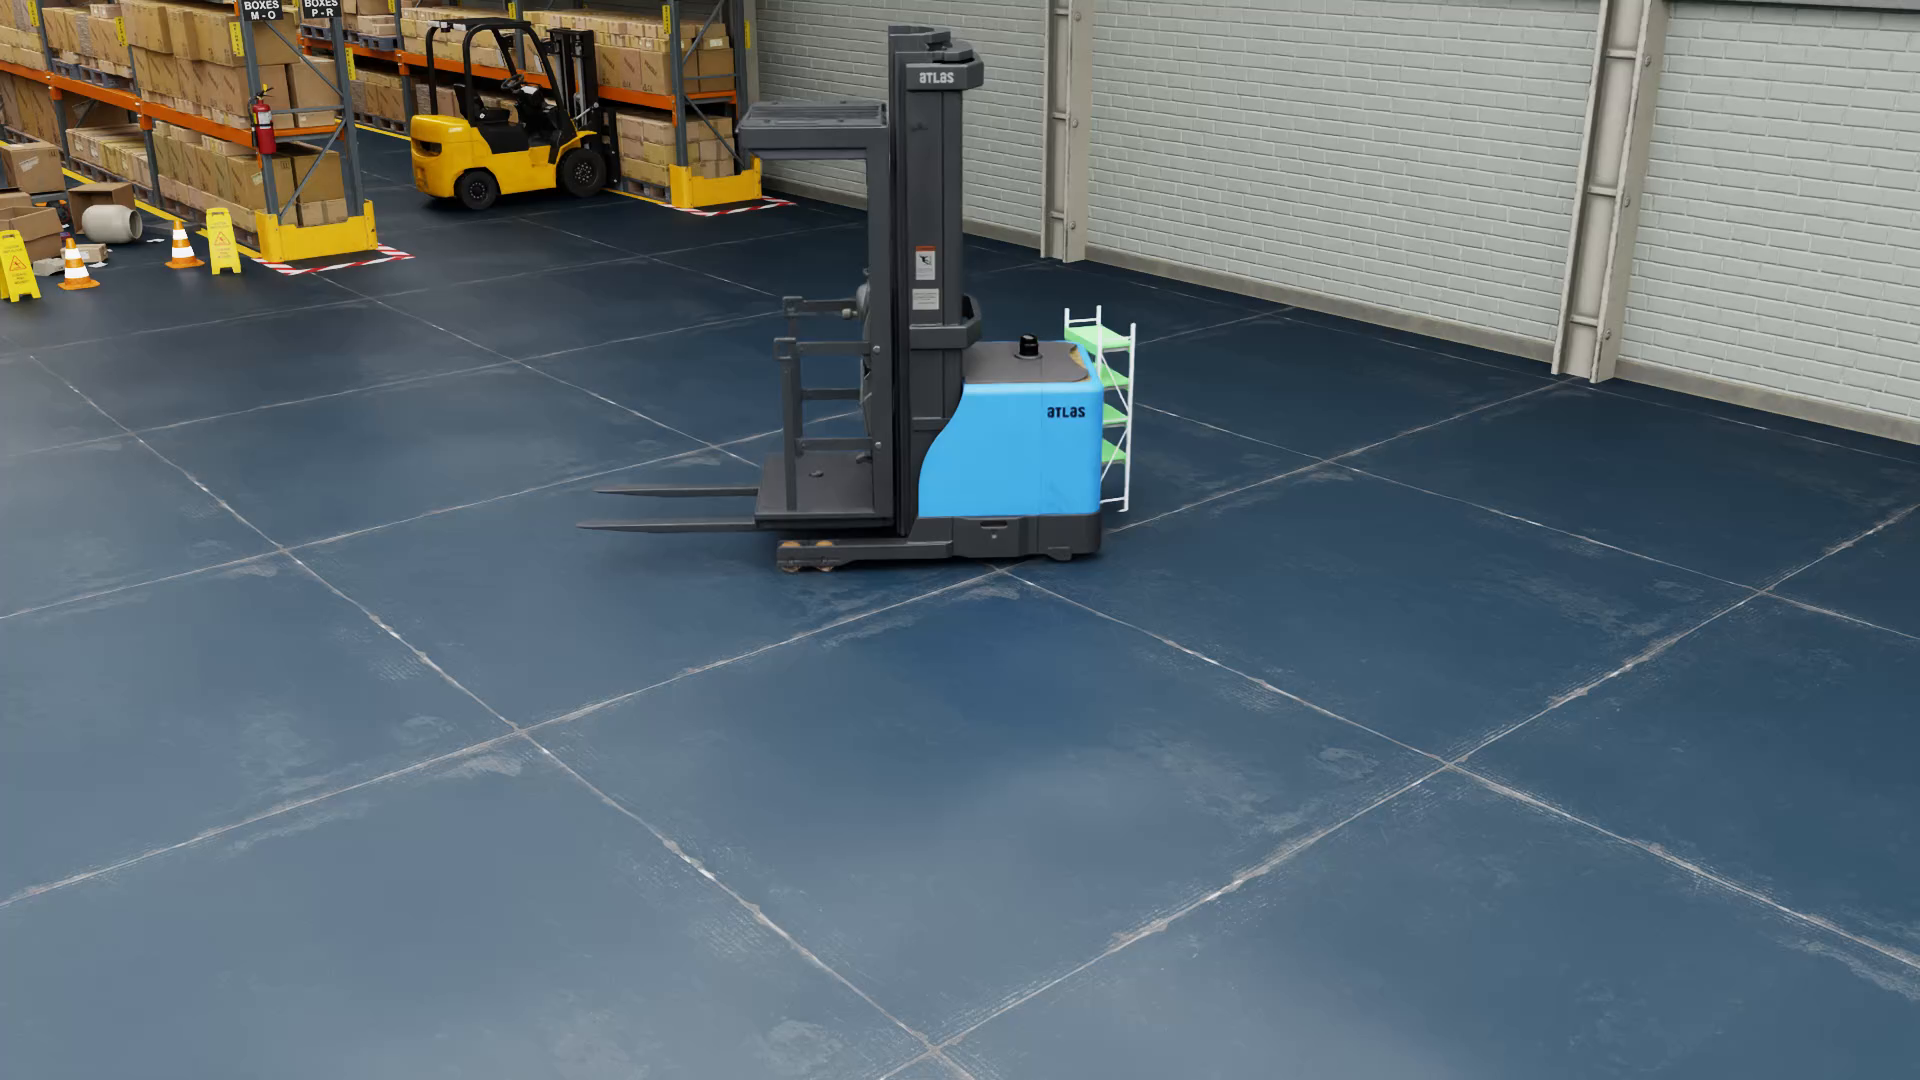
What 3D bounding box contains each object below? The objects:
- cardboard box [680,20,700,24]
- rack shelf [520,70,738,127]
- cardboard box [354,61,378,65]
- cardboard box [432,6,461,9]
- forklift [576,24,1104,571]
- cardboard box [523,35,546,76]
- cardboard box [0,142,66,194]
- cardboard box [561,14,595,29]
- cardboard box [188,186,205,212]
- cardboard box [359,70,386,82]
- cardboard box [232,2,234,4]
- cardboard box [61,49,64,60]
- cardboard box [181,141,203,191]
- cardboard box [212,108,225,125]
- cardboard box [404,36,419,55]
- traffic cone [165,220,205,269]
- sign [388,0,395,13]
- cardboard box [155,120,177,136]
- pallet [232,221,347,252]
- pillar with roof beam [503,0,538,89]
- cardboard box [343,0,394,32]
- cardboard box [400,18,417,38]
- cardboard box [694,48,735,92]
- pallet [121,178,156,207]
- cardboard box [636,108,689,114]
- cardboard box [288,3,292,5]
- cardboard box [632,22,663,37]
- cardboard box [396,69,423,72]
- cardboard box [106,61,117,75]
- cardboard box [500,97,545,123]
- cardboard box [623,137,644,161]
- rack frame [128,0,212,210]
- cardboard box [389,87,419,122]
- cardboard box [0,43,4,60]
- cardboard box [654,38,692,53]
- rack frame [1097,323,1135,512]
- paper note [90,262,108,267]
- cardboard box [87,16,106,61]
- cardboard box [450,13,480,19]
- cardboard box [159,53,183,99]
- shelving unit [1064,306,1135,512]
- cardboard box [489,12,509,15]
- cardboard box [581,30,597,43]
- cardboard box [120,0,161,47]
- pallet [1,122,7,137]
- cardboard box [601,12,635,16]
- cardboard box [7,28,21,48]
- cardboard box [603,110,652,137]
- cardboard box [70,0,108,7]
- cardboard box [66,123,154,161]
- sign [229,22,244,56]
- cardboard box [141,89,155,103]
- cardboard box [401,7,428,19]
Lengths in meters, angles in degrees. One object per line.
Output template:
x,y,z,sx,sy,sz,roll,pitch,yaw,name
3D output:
-3.434,-6.416,20.817,0.380,0.149,0.250,-17,27,-36,cardboard box
-4.354,-5.853,21.800,1.077,0.370,4.000,-17,27,-37,rack shelf
-10.247,-8.180,28.717,0.380,0.149,0.250,-17,27,-37,cardboard box
-7.905,-8.152,25.659,0.380,0.149,0.250,-16,27,-36,cardboard box
-0.714,-1.384,9.499,3.031,2.935,1.130,-1,21,-3,forklift
-5.568,-6.602,22.590,0.500,0.500,0.500,-18,28,-39,cardboard box
-10.746,-4.314,19.275,0.500,0.500,0.500,-17,27,-37,cardboard box
-4.984,-6.789,21.769,0.380,0.149,0.250,-18,28,-38,cardboard box
-8.532,-3.955,19.163,0.500,0.250,0.500,-18,28,-38,cardboard box
-9.629,-7.628,27.309,0.380,0.149,0.250,-19,28,-40,cardboard box
-13.071,-9.796,30.679,0.500,0.250,0.500,-17,27,-37,cardboard box
-11.798,-6.521,22.289,0.380,0.149,0.250,-20,29,-41,cardboard box
-8.541,-4.306,19.031,0.500,0.500,0.500,-16,26,-35,cardboard box
-7.804,-4.571,17.887,0.380,0.149,0.250,-17,27,-37,cardboard box
-8.166,-7.595,25.467,0.500,0.250,0.500,-17,27,-37,cardboard box
-8.064,-3.083,17.221,0.336,0.463,0.334,-17,27,-37,traffic cone
-8.676,-8.216,25.368,0.100,0.325,0.005,-17,27,-37,sign
-9.201,-4.848,19.525,0.380,0.149,0.250,-17,27,-37,cardboard box
-7.360,-3.408,18.396,1.003,0.211,1.213,-17,27,-37,pallet
-9.998,-9.468,21.819,9.100,9.000,0.400,-17,27,-37,pillar with roof beam
-9.476,-8.496,26.845,0.797,0.503,0.637,-18,28,-39,cardboard box
-8.185,-7.822,25.361,0.500,0.250,0.500,-17,27,-37,cardboard box
-3.162,-5.885,20.758,0.500,0.500,0.500,-16,27,-36,cardboard box
-9.927,-4.474,21.117,1.003,0.211,1.213,-17,27,-37,pallet
-3.866,-5.472,21.665,0.500,0.250,0.500,-18,27,-38,cardboard box
-11.995,-9.635,30.269,0.500,0.250,0.500,-18,27,-38,cardboard box
-3.818,-6.298,20.515,0.380,0.149,0.250,-17,27,-36,cardboard box
-9.065,-7.685,27.453,0.380,0.149,0.250,-18,28,-39,cardboard box
-10.317,-5.852,20.582,0.380,0.149,0.250,-18,28,-38,cardboard box
-6.009,-5.972,23.798,0.875,0.625,0.625,-16,26,-35,cardboard box
-3.922,-4.984,21.106,0.500,0.250,0.500,-18,28,-38,cardboard box
-9.418,-5.558,20.060,1.000,3.000,0.127,-17,27,-37,rack frame
-8.709,-6.943,26.448,0.500,0.500,0.500,-16,27,-36,cardboard box
-13.891,-7.226,24.525,0.500,0.250,0.500,-18,28,-38,cardboard box
-3.487,-6.013,20.196,0.380,0.149,0.250,-17,27,-37,cardboard box
0.941,-0.730,10.203,0.240,1.200,0.015,-8,23,-19,rack frame
-8.932,-2.857,17.237,0.142,0.019,0.148,12,24,27,paper note
-10.550,-6.292,20.814,0.500,0.500,0.500,-16,27,-36,cardboard box
-7.139,-7.531,24.073,0.380,0.149,0.250,-18,28,-39,cardboard box
-8.678,-5.280,18.806,0.500,0.500,0.500,-18,28,-38,cardboard box
0.855,-0.814,10.415,0.258,1.200,0.503,-8,23,-19,shelving unit
-6.686,-7.669,24.426,0.380,0.149,0.250,-17,27,-37,cardboard box
-4.657,-6.506,21.456,0.380,0.149,0.250,-18,28,-38,cardboard box
-9.295,-6.035,19.363,0.700,0.500,0.500,-18,28,-38,cardboard box
-15.077,-6.698,26.796,1.003,0.211,1.213,-17,27,-37,pallet
-4.542,-6.931,22.133,0.380,0.149,0.250,-18,28,-38,cardboard box
-13.224,-7.176,23.714,0.500,0.250,0.500,-18,28,-39,cardboard box
-4.260,-5.346,21.343,0.500,0.250,0.500,-17,27,-37,cardboard box
-12.165,-7.369,23.178,0.500,0.500,0.500,-19,28,-39,cardboard box
-11.667,-5.476,22.880,0.950,0.372,0.625,-20,29,-41,cardboard box
-7.240,-5.012,16.647,0.100,0.325,0.005,-17,27,-37,sign
-9.455,-5.277,19.689,0.380,0.149,0.250,-18,27,-38,cardboard box
-8.286,-8.036,25.361,0.380,0.149,0.250,-16,27,-36,cardboard box
